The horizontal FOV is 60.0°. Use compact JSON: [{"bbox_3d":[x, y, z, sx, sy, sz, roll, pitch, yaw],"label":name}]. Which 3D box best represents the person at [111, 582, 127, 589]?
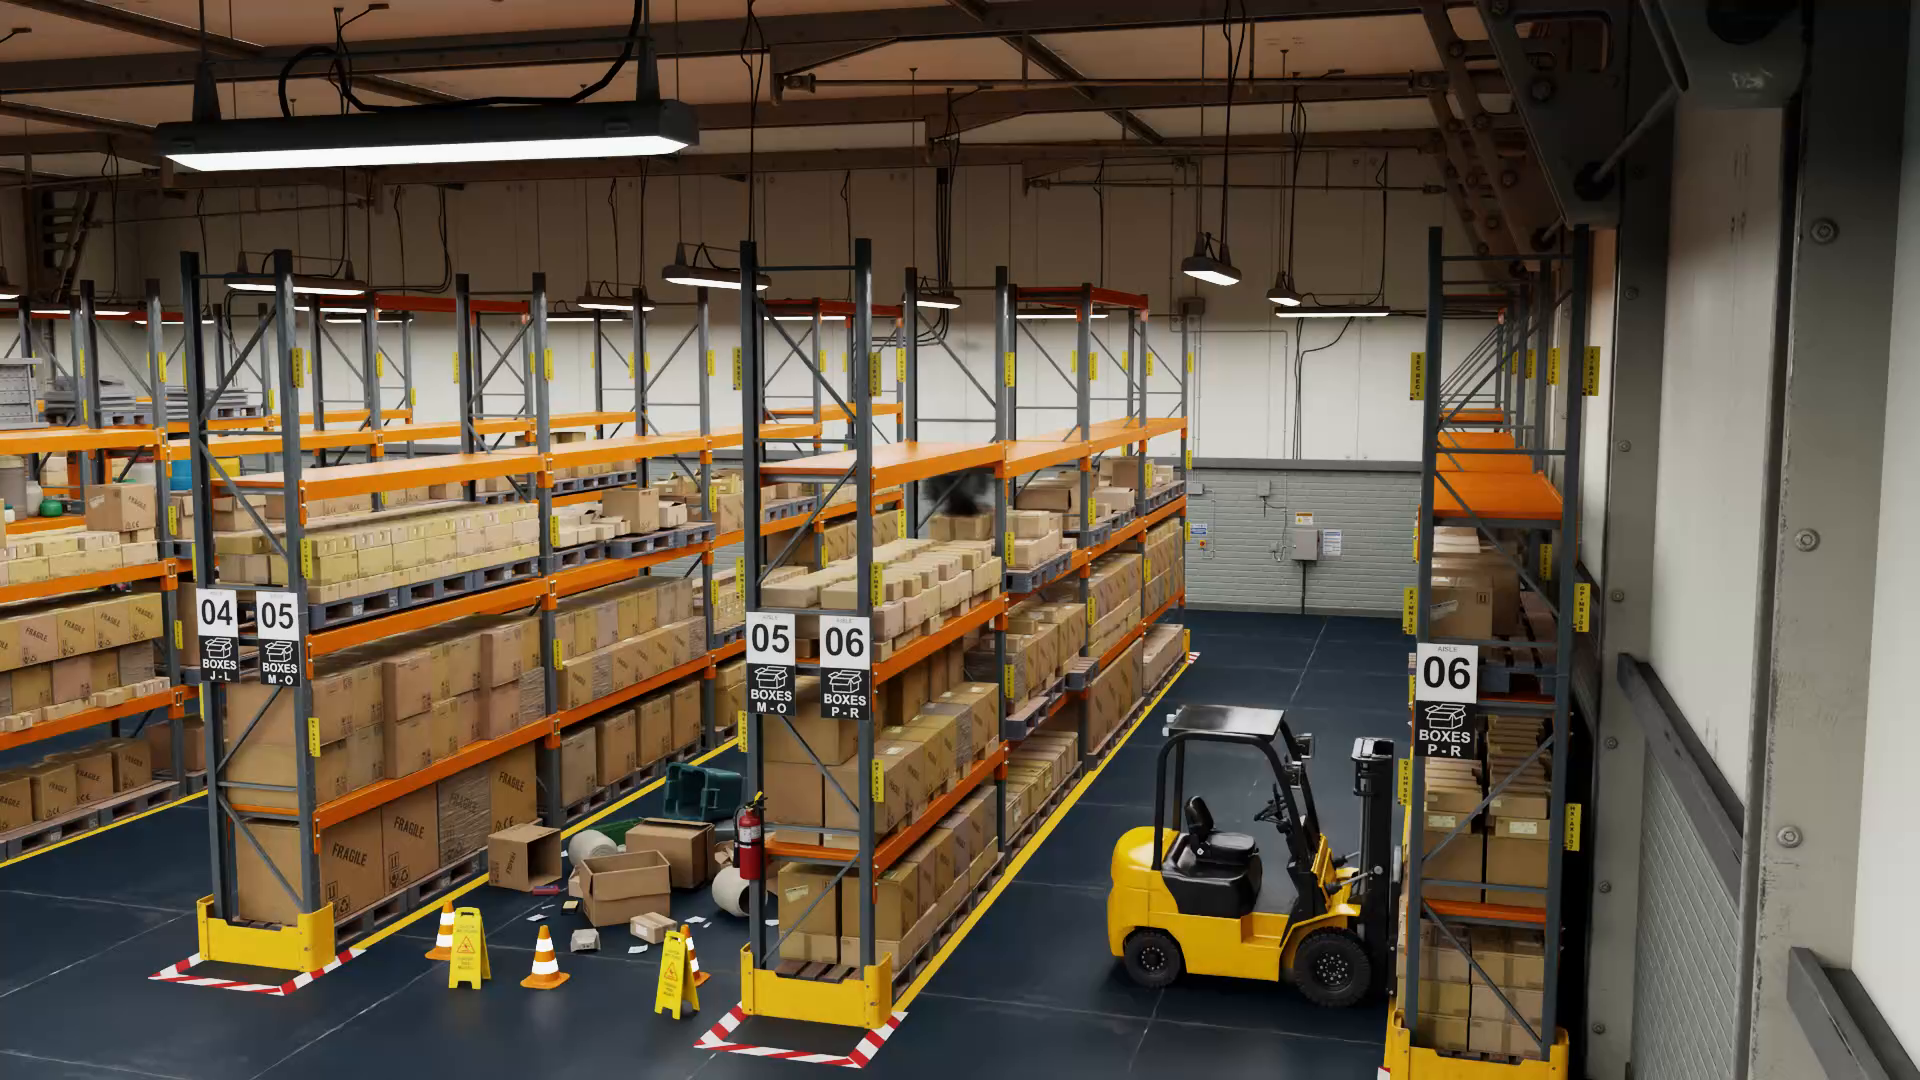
[{"bbox_3d":[-14.691,1.005,29.216,0.669,1.753,0.959,1,6,5],"label":"person"}]
